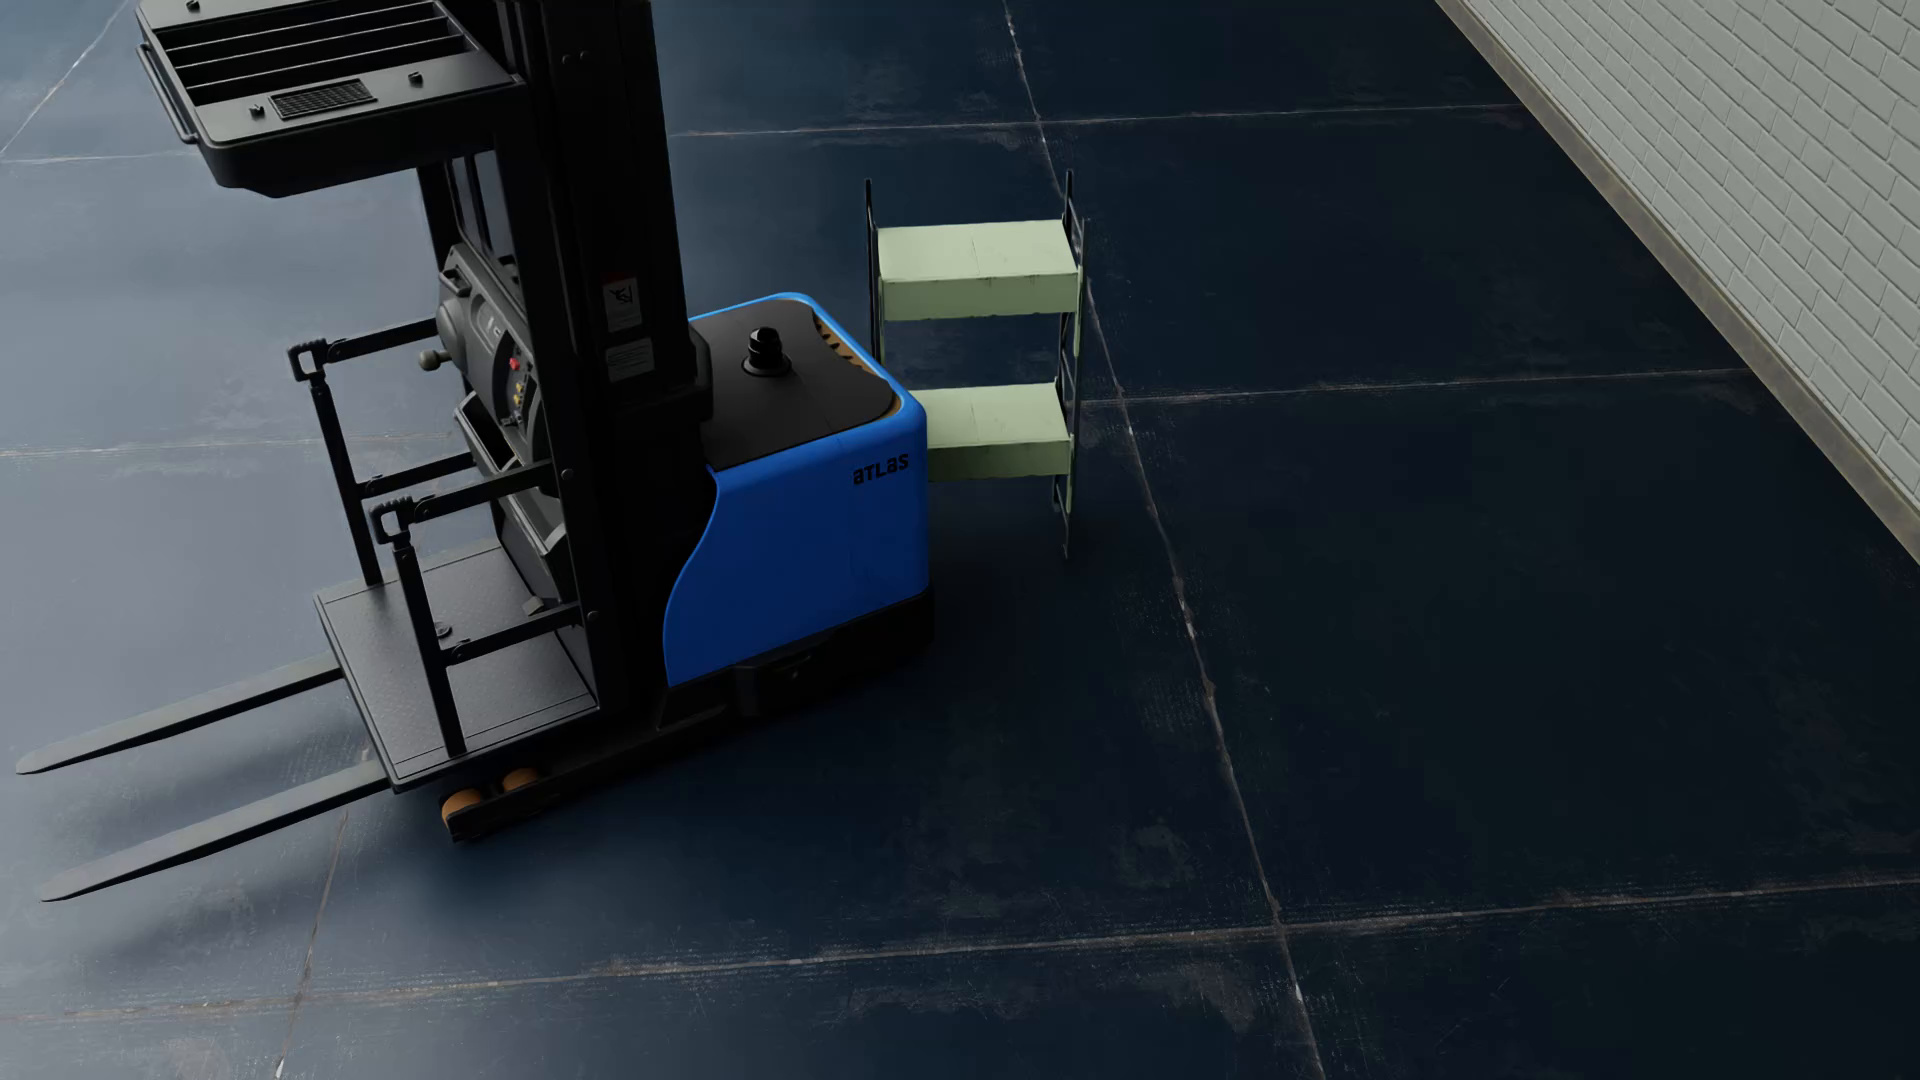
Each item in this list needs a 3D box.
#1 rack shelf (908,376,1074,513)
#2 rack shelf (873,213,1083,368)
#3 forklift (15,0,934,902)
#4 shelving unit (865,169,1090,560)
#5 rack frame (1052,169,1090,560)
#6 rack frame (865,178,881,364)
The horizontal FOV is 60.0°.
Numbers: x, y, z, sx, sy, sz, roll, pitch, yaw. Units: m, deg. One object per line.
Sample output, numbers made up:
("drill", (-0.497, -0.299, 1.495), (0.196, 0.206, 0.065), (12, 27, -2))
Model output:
("rack shelf", (0.053, -0.354, 6.514), (0.720, 0.370, 0.431), (-4, 38, -5))
("rack shelf", (0.053, -0.916, 6.070), (0.720, 0.370, 0.431), (-4, 38, -5))
("forklift", (-1.629, -0.538, 5.066), (3.031, 2.935, 1.130), (-20, 42, -23))
("shelving unit", (0.053, -0.609, 6.312), (0.755, 1.500, 0.431), (-4, 38, -5))
("rack frame", (0.417, -0.633, 6.341), (0.023, 1.500, 0.400), (-4, 38, -5))
("rack frame", (-0.311, -0.586, 6.282), (0.023, 1.500, 0.400), (-4, 38, -5))
